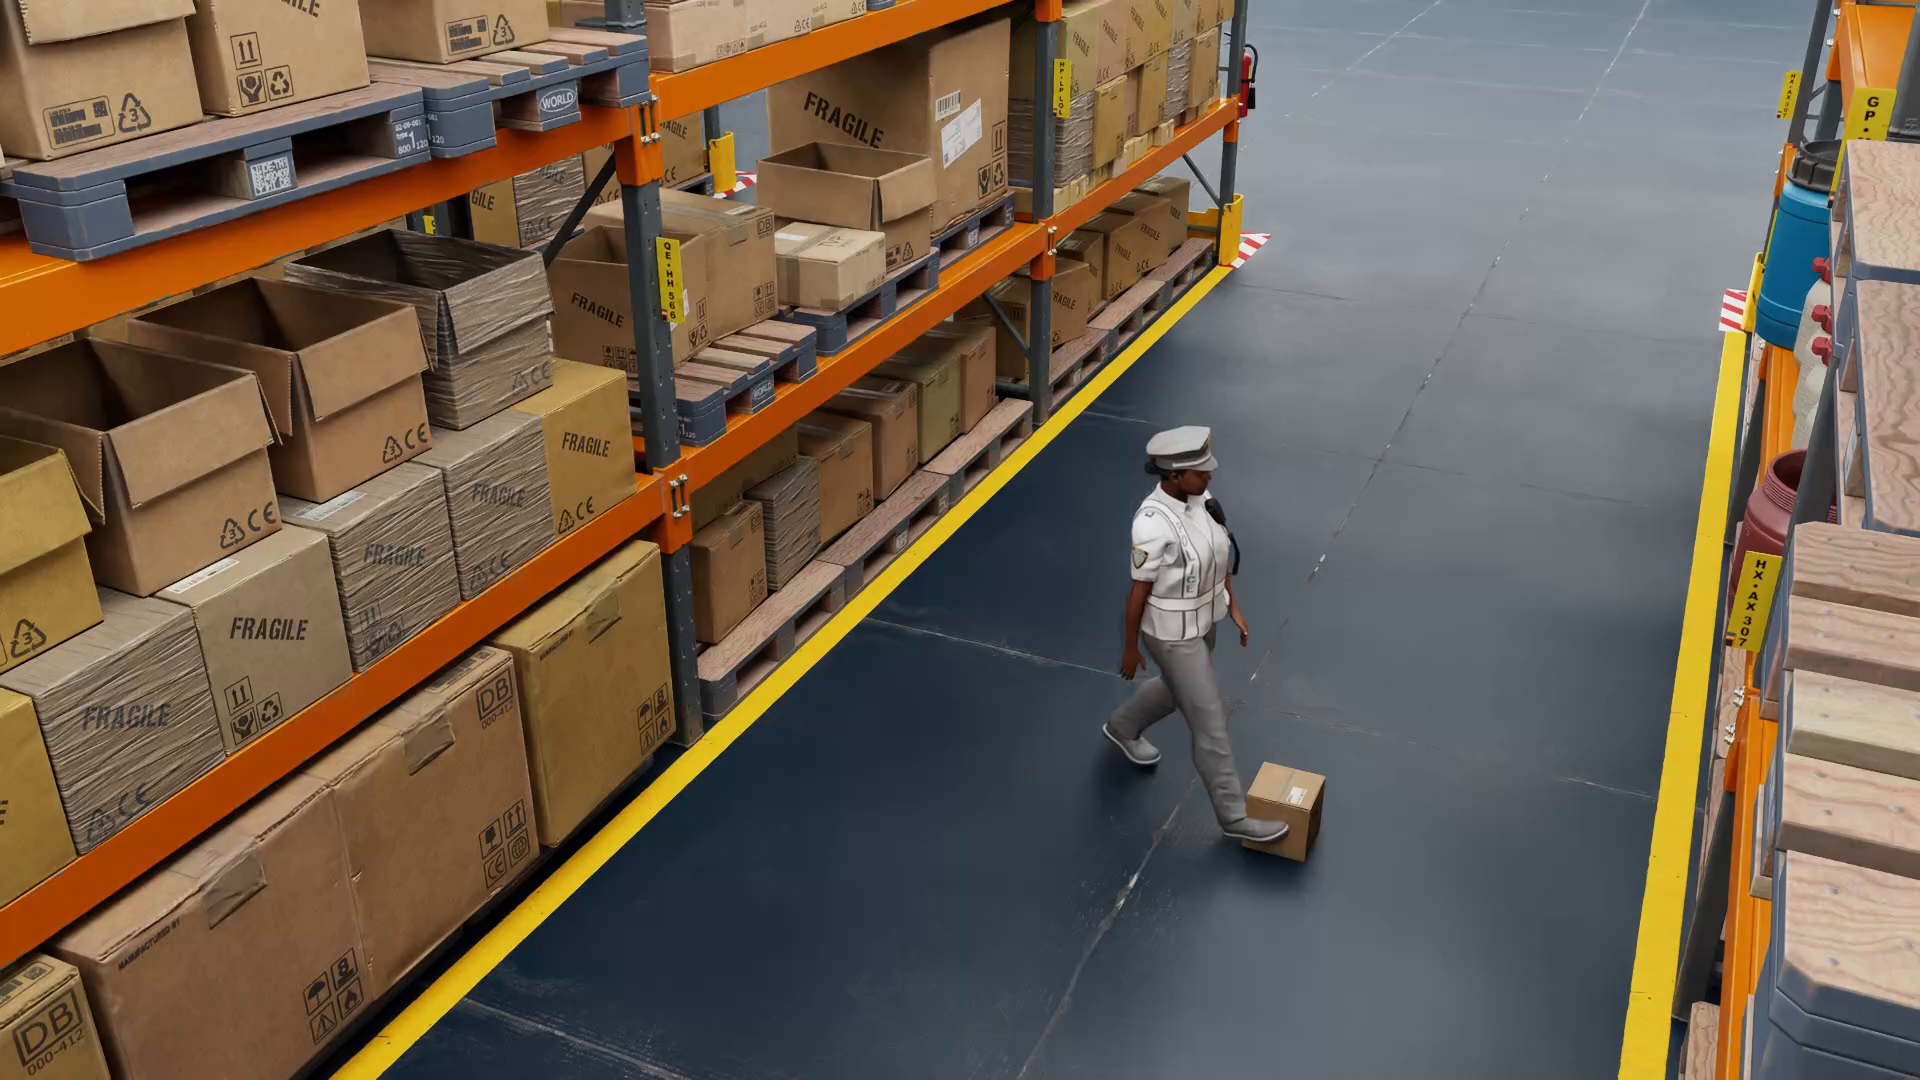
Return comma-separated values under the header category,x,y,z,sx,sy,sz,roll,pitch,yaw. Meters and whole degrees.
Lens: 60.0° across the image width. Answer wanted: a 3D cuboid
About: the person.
category,x,y,z,sx,sy,sz,roll,pitch,yaw
person,0.939,0.339,6.449,0.972,1.618,0.480,17,31,31
